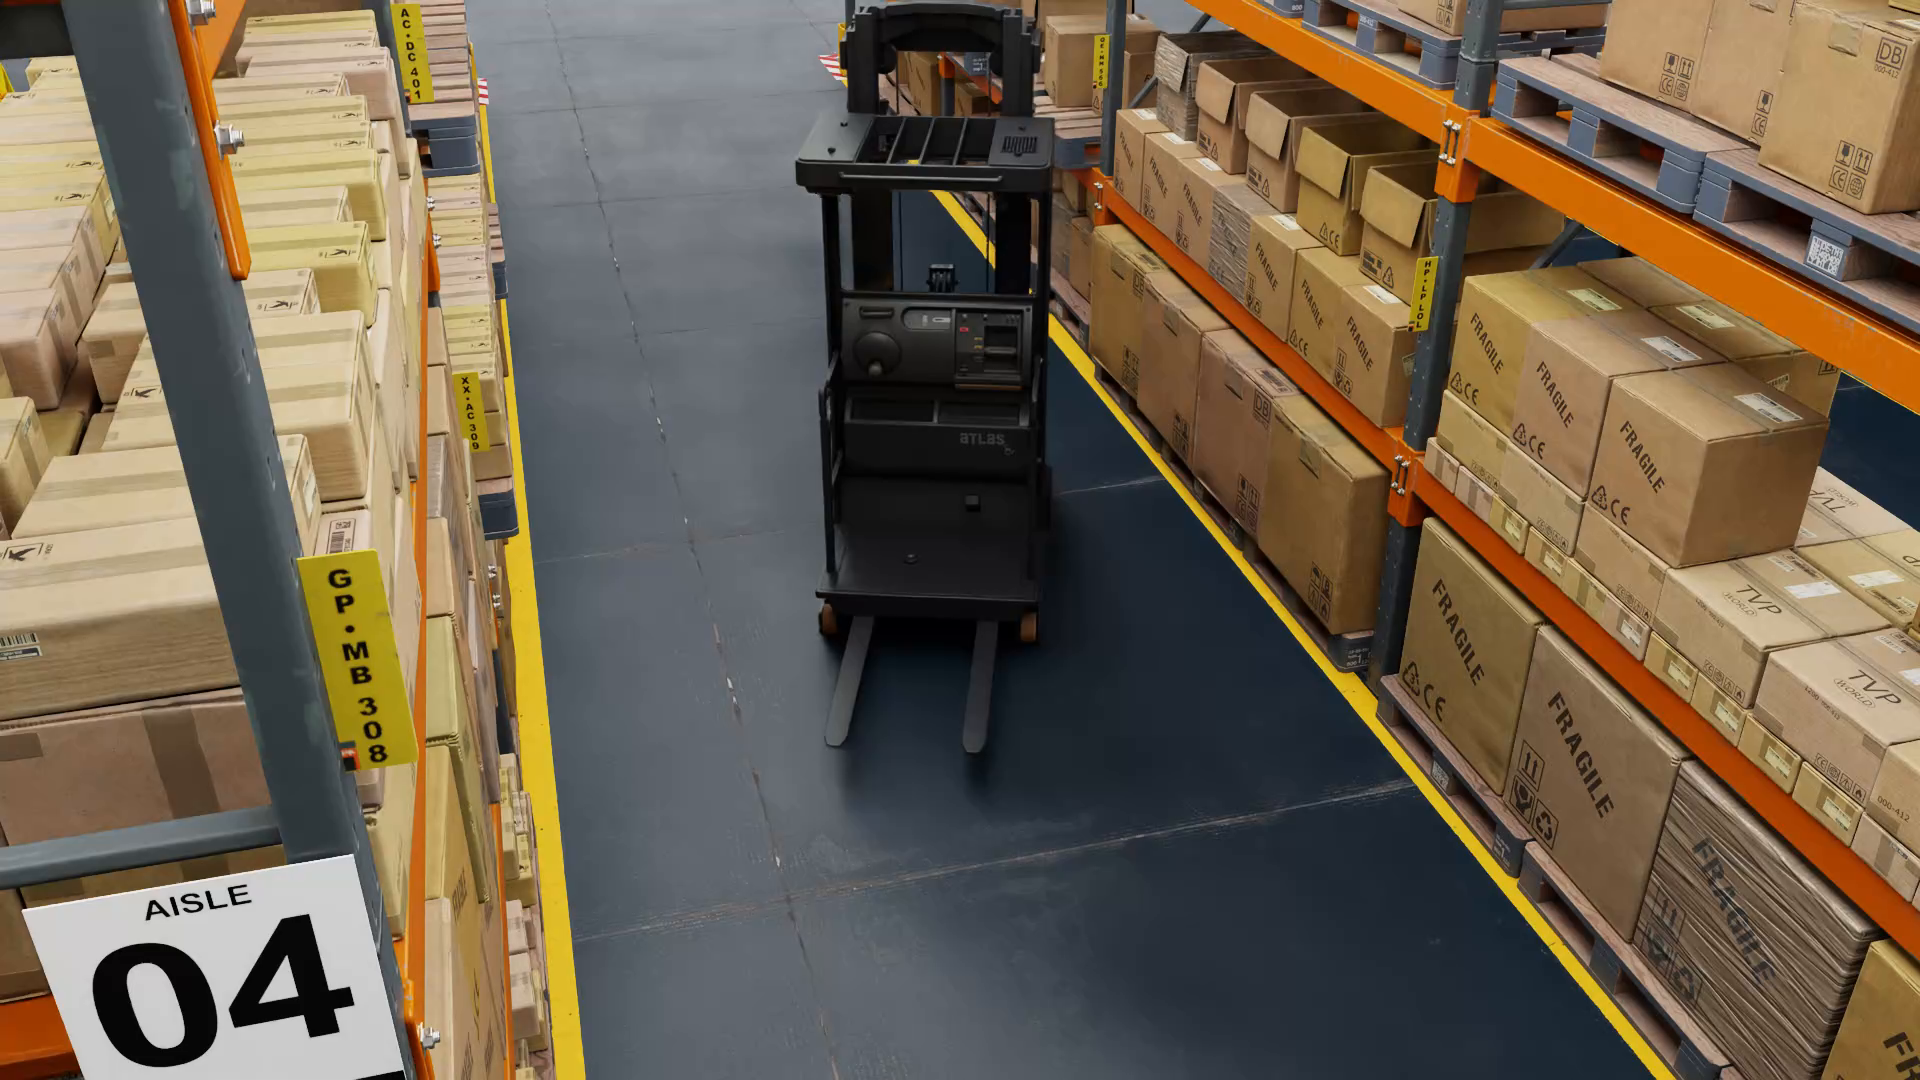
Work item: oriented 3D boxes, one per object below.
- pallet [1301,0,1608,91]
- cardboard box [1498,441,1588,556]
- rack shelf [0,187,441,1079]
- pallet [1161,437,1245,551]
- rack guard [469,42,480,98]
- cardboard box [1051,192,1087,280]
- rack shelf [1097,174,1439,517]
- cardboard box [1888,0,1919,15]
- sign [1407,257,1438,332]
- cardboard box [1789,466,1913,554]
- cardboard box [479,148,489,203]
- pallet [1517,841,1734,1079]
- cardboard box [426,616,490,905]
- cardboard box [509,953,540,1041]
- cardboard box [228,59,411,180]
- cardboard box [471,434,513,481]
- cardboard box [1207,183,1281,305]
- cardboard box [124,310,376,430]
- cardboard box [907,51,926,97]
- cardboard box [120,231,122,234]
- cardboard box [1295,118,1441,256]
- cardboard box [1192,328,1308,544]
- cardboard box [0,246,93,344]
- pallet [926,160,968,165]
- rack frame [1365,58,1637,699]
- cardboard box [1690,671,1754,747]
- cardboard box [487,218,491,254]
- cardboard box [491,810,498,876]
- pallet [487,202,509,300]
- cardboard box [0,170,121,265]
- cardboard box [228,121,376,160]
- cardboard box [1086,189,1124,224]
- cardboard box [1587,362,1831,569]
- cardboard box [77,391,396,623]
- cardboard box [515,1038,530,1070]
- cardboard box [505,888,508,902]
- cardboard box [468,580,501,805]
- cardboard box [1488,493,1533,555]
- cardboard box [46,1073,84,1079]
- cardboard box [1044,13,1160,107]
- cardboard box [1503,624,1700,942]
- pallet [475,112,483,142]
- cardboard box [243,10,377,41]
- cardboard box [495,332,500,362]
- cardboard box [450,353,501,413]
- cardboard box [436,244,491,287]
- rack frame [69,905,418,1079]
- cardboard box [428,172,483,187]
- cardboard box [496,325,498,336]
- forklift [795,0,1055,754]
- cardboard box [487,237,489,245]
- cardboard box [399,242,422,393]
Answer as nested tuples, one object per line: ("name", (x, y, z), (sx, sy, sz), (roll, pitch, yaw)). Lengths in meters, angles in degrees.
("pallet", (2.167, -2.287, 7.404), (0.805, 0.209, 1.217), (-9, 31, -15))
("cardboard box", (2.457, -0.197, 6.448), (0.500, 0.250, 0.500), (-8, 31, -14))
("rack shelf", (-1.820, -0.046, 4.058), (1.077, 0.370, 4.000), (-8, 31, -13))
("pallet", (1.853, -0.382, 9.699), (1.003, 0.211, 1.213), (-8, 31, -13))
("rack guard", (-5.542, -4.750, 16.958), (1.175, 0.500, 0.348), (-8, 31, -13))
("cardboard box", (1.040, -2.263, 12.222), (0.700, 0.500, 0.500), (-10, 32, -17))
("rack shelf", (1.927, -1.290, 9.203), (1.077, 0.370, 4.000), (-8, 31, -13))
("cardboard box", (2.993, -1.572, 4.609), (0.500, 0.250, 0.500), (-9, 31, -15))
("sign", (1.938, -1.025, 6.951), (0.100, 0.325, 0.005), (-8, 31, -13))
("cardboard box", (3.104, -0.025, 6.151), (0.500, 0.250, 0.500), (-7, 31, -12))
("cardboard box", (-3.970, -2.342, 12.129), (1.050, 0.750, 0.750), (-8, 31, -13))
("pallet", (2.912, 1.539, 6.380), (1.003, 0.211, 1.213), (-8, 31, -13))
("cardboard box", (-1.409, 0.553, 3.905), (0.500, 0.500, 0.500), (-9, 31, -14))
("cardboard box", (-1.588, 1.527, 5.450), (0.380, 0.149, 0.250), (-9, 31, -15))
("cardboard box", (-1.983, -1.285, 5.133), (0.500, 0.250, 0.500), (-9, 31, -16))
("cardboard box", (-2.012, -0.349, 6.691), (0.380, 0.149, 0.250), (-9, 31, -16))
("cardboard box", (1.672, -1.602, 8.924), (0.500, 0.500, 0.500), (-8, 31, -13))
("cardboard box", (-1.271, -0.286, 3.007), (0.380, 0.149, 0.250), (-7, 31, -13))
("cardboard box", (-0.238, -4.638, 16.345), (0.500, 0.500, 0.500), (-5, 30, -9))
("cardboard box", (-2.207, -0.724, 4.163), (0.500, 0.250, 0.500), (-7, 31, -12))
("cardboard box", (2.110, -1.753, 8.184), (0.797, 0.503, 0.637), (-8, 31, -13))
("cardboard box", (2.031, -0.636, 9.056), (1.225, 0.875, 0.875), (-9, 31, -15))
("cardboard box", (-1.970, -0.459, 3.308), (0.380, 0.149, 0.250), (-7, 31, -12))
("pallet", (0.122, -3.612, 15.280), (1.003, 0.211, 1.213), (-8, 31, -13))
("rack frame", (2.458, -0.636, 7.354), (1.000, 3.000, 0.127), (-8, 31, -13))
("cardboard box", (2.702, 0.539, 5.576), (0.380, 0.149, 0.250), (-7, 31, -12))
("cardboard box", (-2.705, -1.608, 8.866), (0.380, 0.149, 0.250), (-7, 31, -12))
("cardboard box", (-1.565, 0.936, 4.889), (0.380, 0.149, 0.250), (-7, 31, -12))
("pallet", (-3.121, -1.544, 9.114), (1.213, 0.211, 1.003), (-8, 31, -13))
("cardboard box", (-2.122, -0.709, 3.738), (0.380, 0.149, 0.250), (-9, 31, -15))
("cardboard box", (-1.636, -0.911, 4.088), (0.380, 0.149, 0.250), (-8, 31, -14))
("cardboard box", (1.190, -2.320, 11.572), (0.500, 0.250, 0.500), (-7, 31, -11))
("cardboard box", (2.605, -0.269, 5.825), (0.500, 0.500, 0.500), (-9, 31, -15))
("cardboard box", (-1.295, -0.041, 2.983), (0.500, 0.250, 0.500), (-8, 31, -14))
("cardboard box", (-1.639, 1.806, 5.562), (0.380, 0.149, 0.250), (-7, 31, -12))
("cardboard box", (-1.817, 1.399, 5.969), (0.380, 0.149, 0.250), (-8, 31, -13))
("cardboard box", (-1.683, 0.491, 5.011), (0.500, 0.500, 0.500), (-8, 31, -14))
("cardboard box", (2.356, -0.086, 6.654), (0.380, 0.149, 0.250), (-7, 31, -12))
("cardboard box", (-1.650, 1.114, 2.935), (0.500, 0.500, 0.500), (-8, 31, -14))
("cardboard box", (0.970, -3.304, 11.445), (0.700, 0.500, 0.500), (-3, 30, -6))
("cardboard box", (2.795, 0.866, 6.461), (0.875, 0.875, 0.875), (-8, 31, -13))
("pallet", (-4.928, -3.650, 15.345), (1.003, 0.211, 1.213), (-8, 31, -13))
("cardboard box", (-2.004, -1.532, 5.161), (0.380, 0.149, 0.250), (-9, 31, -16))
("cardboard box", (-2.221, -0.853, 7.264), (0.380, 0.149, 0.250), (-9, 31, -15))
("cardboard box", (-2.012, -0.607, 6.542), (0.380, 0.149, 0.250), (-6, 31, -11))
("cardboard box", (-2.356, -1.231, 7.620), (0.380, 0.149, 0.250), (-7, 31, -11))
("rack frame", (-1.289, 1.907, 2.961), (1.000, 3.000, 0.127), (-8, 31, -13))
("cardboard box", (-2.706, -1.863, 8.713), (0.380, 0.149, 0.250), (-7, 31, -12))
("cardboard box", (-2.364, -0.979, 7.779), (0.380, 0.149, 0.250), (-8, 31, -14))
("forklift", (-0.127, -0.922, 7.916), (1.130, 2.935, 3.031), (2, 30, 4))
("cardboard box", (-2.568, -1.484, 8.353), (0.380, 0.149, 0.250), (-8, 31, -14))
("cardboard box", (-1.703, -0.569, 4.394), (0.500, 0.250, 0.500), (-8, 31, -14))
